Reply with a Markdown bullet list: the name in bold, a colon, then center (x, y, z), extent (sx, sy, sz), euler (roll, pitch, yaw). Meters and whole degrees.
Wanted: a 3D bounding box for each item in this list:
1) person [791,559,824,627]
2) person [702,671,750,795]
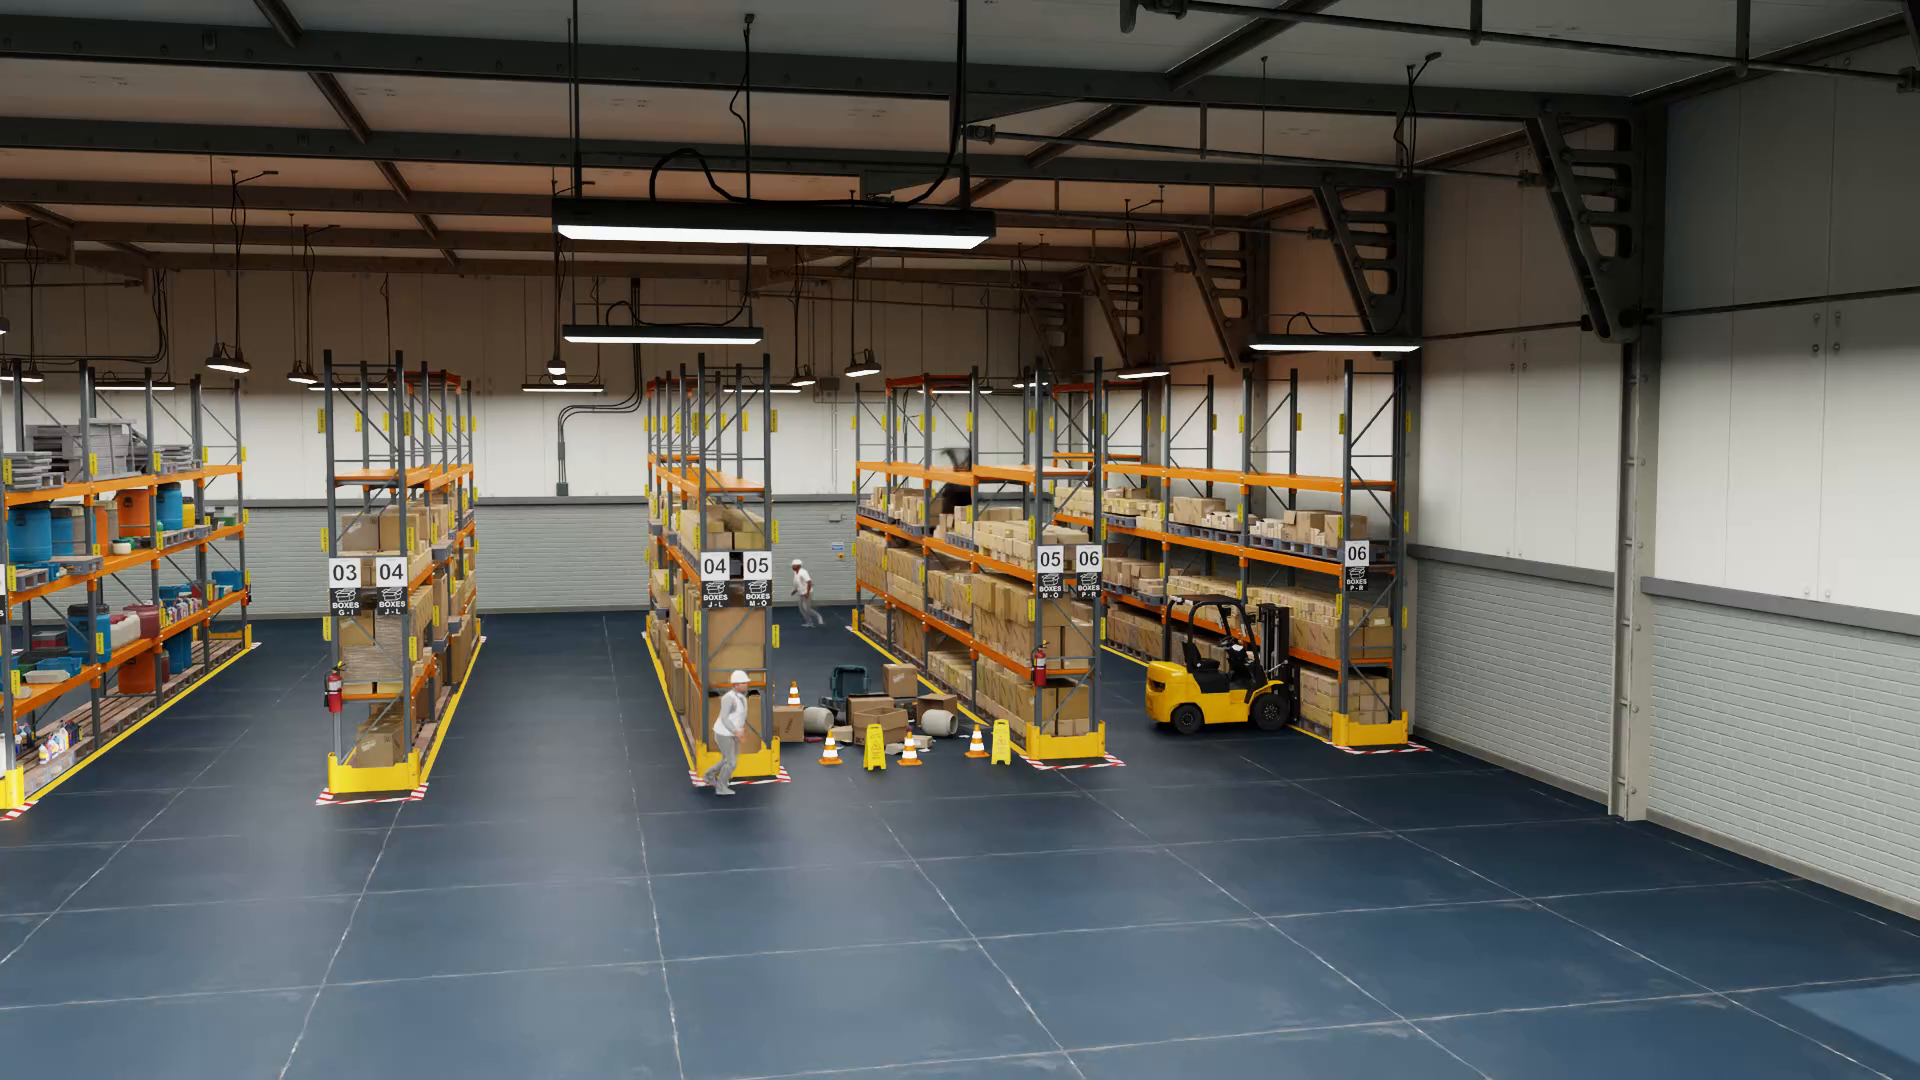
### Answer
- **person**: center (-3.782, 1.312, 40.946), extent (0.786, 1.693, 0.673), euler (-2, 5, -29)
- **person**: center (-3.155, 2.594, 22.410), extent (0.771, 1.705, 0.630), euler (1, 4, 12)
